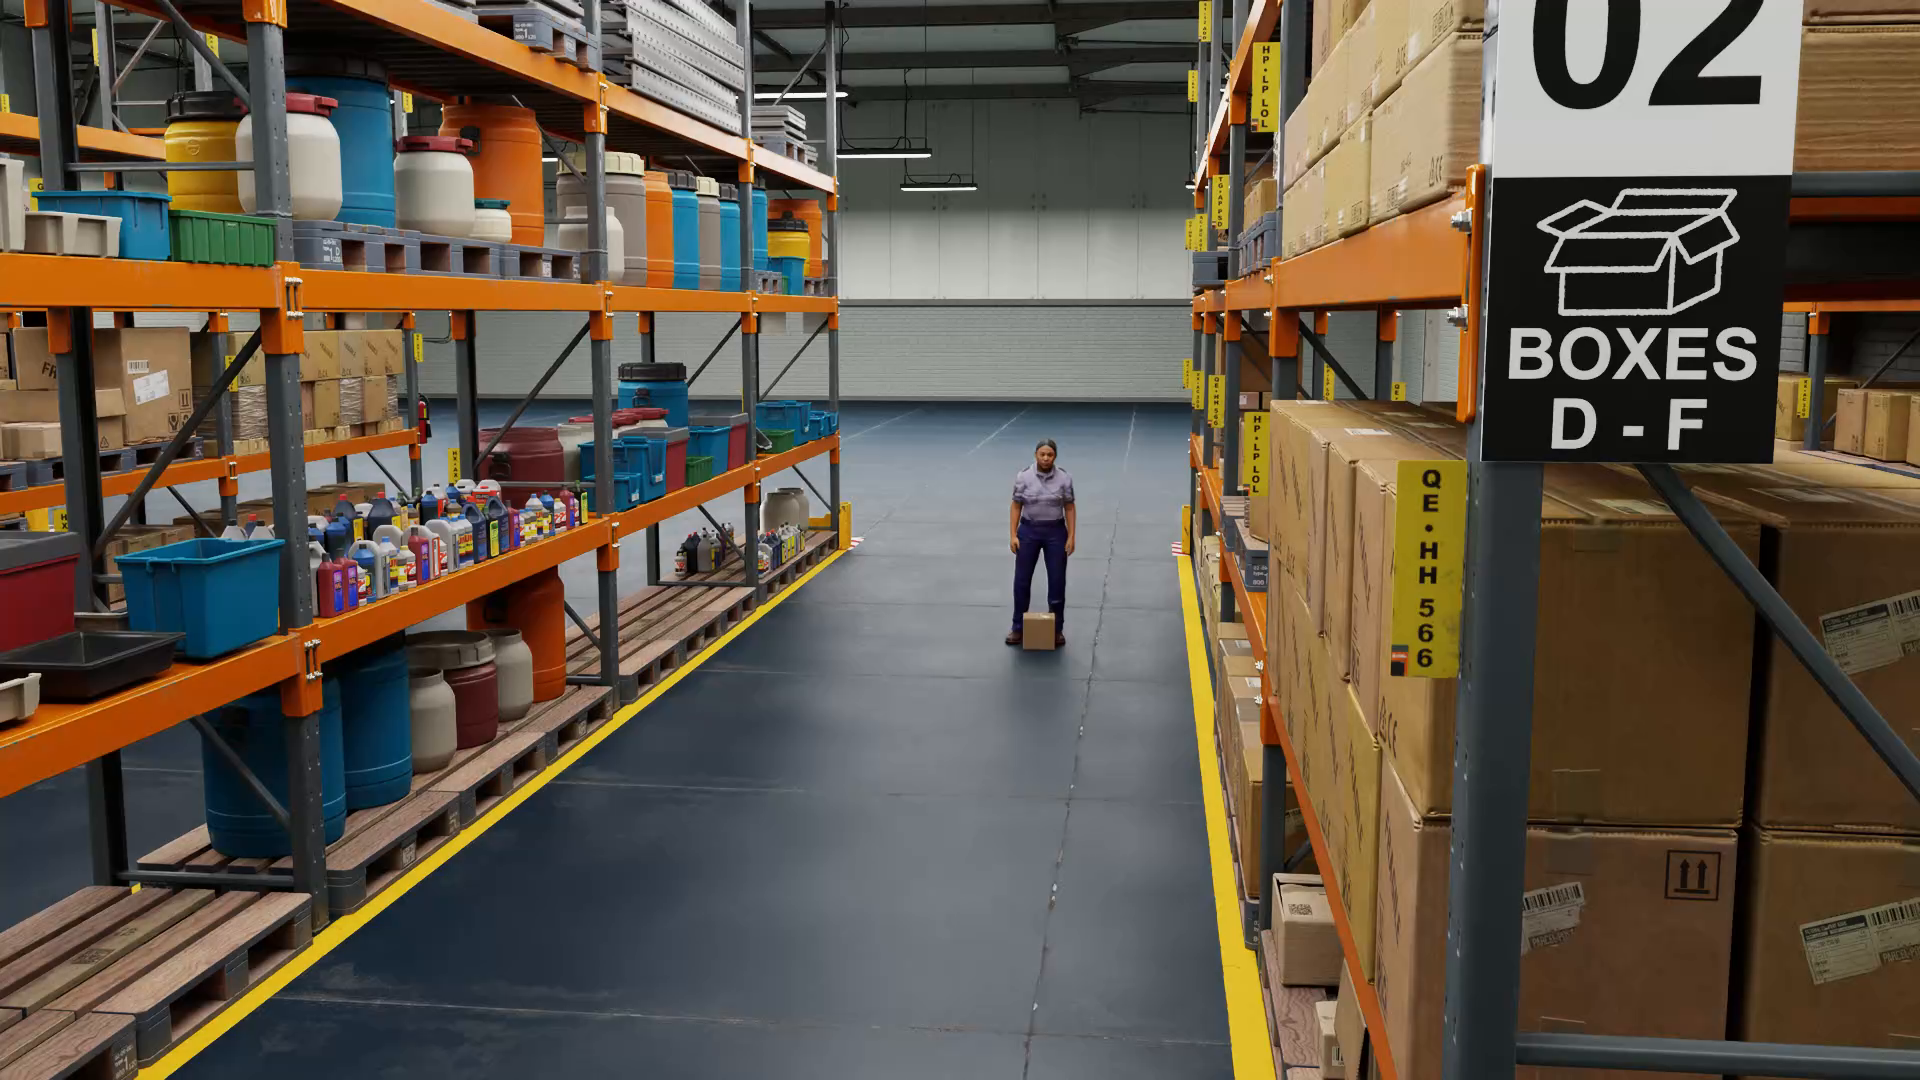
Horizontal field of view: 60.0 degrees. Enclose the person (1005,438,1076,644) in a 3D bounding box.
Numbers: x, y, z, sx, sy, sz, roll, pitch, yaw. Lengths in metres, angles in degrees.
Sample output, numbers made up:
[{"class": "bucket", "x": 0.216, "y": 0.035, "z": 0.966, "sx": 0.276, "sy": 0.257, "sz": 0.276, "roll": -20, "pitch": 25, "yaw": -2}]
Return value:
[{"class": "person", "x": 0.649, "y": -0.002, "z": 13.344, "sx": 0.561, "sy": 1.651, "sz": 0.369, "roll": 0, "pitch": 8, "yaw": 3}]
